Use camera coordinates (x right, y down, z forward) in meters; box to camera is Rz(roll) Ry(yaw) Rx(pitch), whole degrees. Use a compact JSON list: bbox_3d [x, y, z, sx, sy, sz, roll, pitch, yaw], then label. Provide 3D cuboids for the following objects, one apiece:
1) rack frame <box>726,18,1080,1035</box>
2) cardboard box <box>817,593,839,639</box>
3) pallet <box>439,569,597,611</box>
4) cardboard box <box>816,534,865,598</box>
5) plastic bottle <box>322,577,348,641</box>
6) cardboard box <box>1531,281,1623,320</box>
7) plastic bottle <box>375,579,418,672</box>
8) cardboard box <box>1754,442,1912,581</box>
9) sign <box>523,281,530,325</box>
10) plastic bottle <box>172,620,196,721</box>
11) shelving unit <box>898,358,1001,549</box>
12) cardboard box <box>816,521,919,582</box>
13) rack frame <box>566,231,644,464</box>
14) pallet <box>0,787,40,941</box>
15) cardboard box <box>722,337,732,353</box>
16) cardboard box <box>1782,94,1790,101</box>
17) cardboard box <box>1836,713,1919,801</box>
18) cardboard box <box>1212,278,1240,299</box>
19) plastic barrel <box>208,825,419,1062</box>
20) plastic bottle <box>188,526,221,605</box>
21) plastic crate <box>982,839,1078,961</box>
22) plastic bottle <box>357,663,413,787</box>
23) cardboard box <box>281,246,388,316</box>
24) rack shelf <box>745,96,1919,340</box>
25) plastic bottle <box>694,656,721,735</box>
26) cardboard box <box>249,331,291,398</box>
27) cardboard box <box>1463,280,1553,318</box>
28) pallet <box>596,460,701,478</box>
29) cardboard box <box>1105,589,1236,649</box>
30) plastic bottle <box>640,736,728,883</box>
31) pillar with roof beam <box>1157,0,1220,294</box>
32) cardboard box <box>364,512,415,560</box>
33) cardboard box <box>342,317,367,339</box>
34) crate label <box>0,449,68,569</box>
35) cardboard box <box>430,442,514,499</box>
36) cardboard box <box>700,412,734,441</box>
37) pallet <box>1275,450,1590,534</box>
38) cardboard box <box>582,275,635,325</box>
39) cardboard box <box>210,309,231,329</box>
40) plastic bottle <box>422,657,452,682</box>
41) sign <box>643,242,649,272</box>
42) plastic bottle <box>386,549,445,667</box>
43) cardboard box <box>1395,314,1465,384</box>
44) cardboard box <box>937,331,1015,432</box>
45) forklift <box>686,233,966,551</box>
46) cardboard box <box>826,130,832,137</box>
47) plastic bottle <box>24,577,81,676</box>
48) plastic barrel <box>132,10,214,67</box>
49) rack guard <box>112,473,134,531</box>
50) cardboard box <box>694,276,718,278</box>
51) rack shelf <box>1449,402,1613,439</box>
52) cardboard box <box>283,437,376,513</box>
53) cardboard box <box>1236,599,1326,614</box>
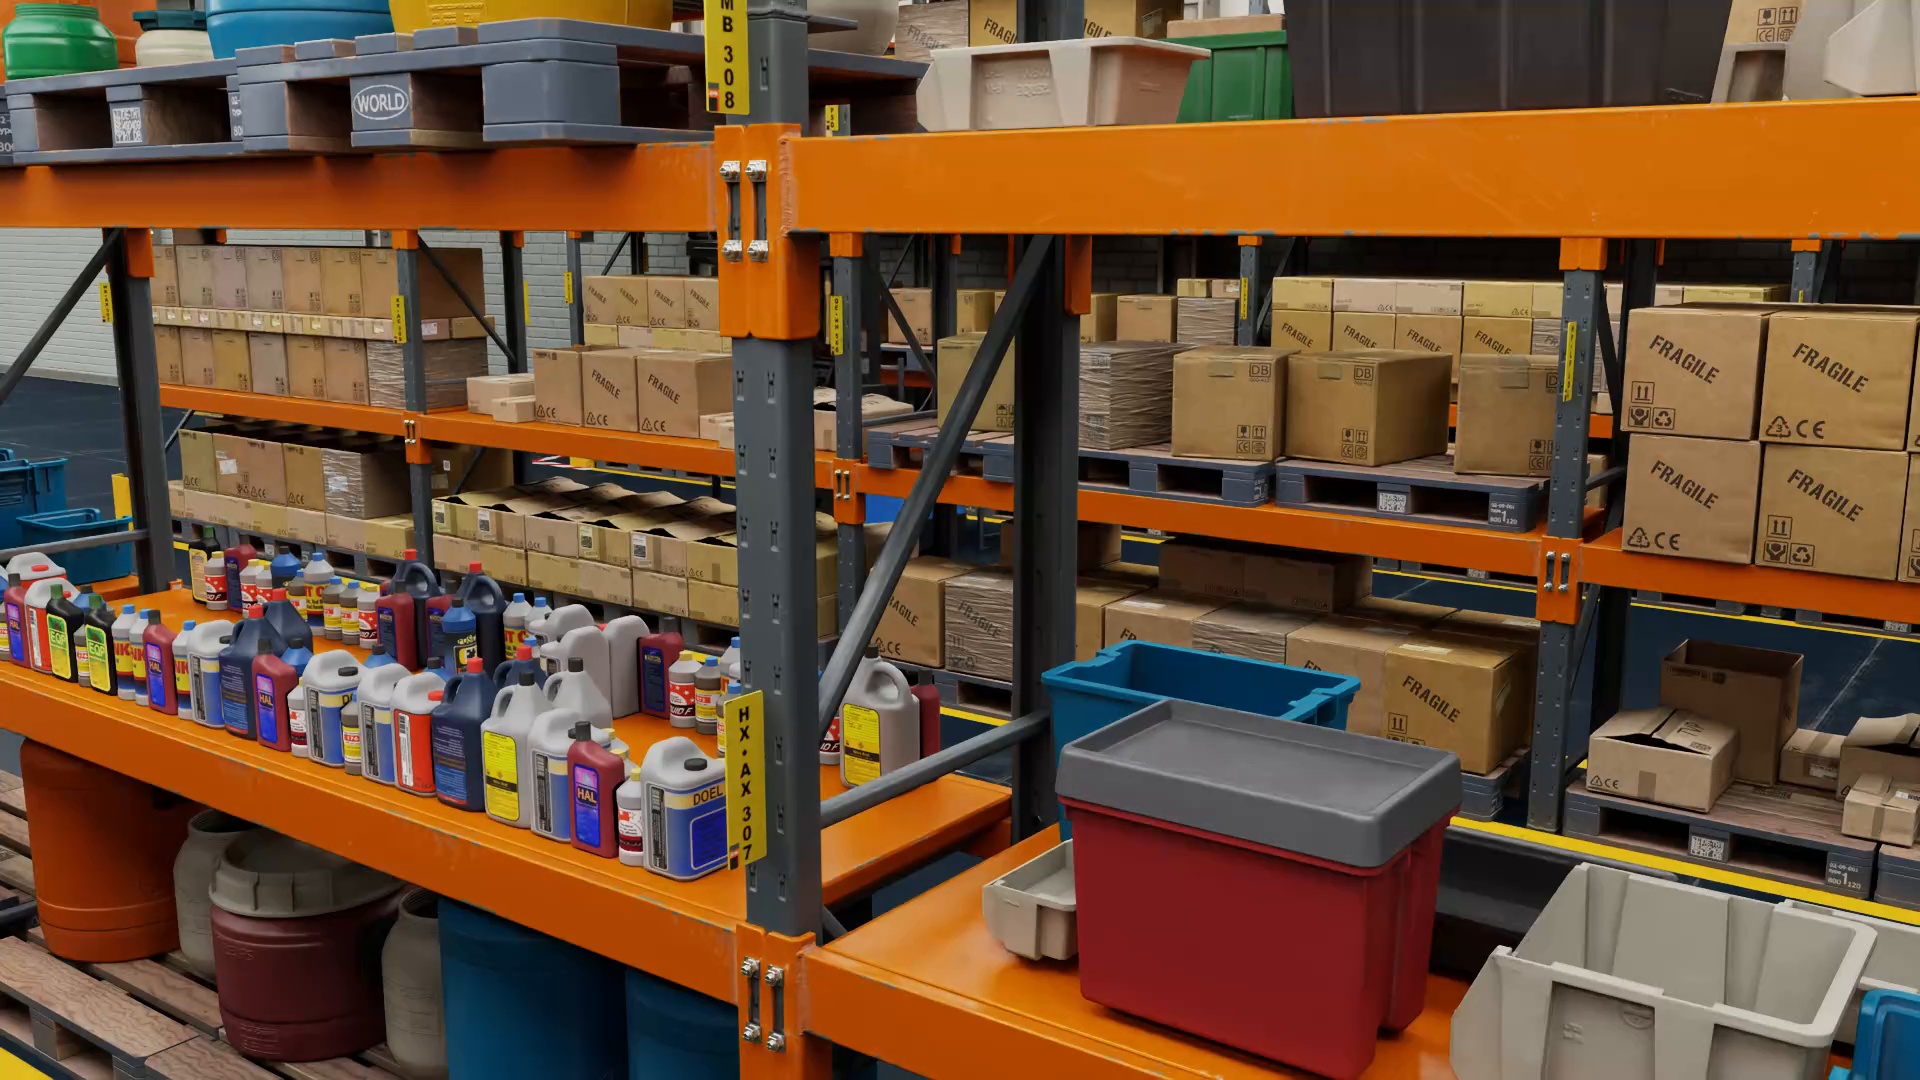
[{"bbox_3d":[-0.071,0.499,3.552,0.127,3.000,1.000,8,13,36],"label":"rack frame"},{"bbox_3d":[-0.929,0.414,10.128,0.500,0.250,0.500,8,14,37],"label":"cardboard box"},{"bbox_3d":[-2.968,0.288,11.986,1.213,0.211,1.003,8,13,36],"label":"pallet"},{"bbox_3d":[-0.928,0.139,10.072,0.500,0.311,0.500,8,14,37],"label":"cardboard box"},{"bbox_3d":[-2.056,0.224,5.500,0.097,0.201,0.097,0,11,0],"label":"plastic bottle"},{"bbox_3d":[4.447,-1.720,11.951,0.500,0.250,0.500,8,14,37],"label":"cardboard box"},{"bbox_3d":[-1.732,0.258,5.105,0.133,0.283,0.061,8,13,36],"label":"plastic bottle"},{"bbox_3d":[3.528,-0.152,6.653,0.500,0.500,0.500,8,14,37],"label":"cardboard box"},{"bbox_3d":[-3.271,-1.772,12.451,0.005,0.325,0.100,8,13,36],"label":"sign"},{"bbox_3d":[-2.130,0.358,4.621,0.097,0.271,0.097,0,11,0],"label":"plastic bottle"},{"bbox_3d":[0.005,-0.766,14.038,0.538,1.500,1.048,-9,14,-40],"label":"shelving unit"},{"bbox_3d":[-0.609,0.056,10.499,0.500,0.311,0.500,9,14,37],"label":"cardboard box"},{"bbox_3d":[-3.879,-2.367,18.366,0.127,3.000,1.000,8,13,36],"label":"rack frame"},{"bbox_3d":[-3.897,1.325,6.622,1.213,0.211,1.003,8,13,36],"label":"pallet"},{"bbox_3d":[-2.028,-1.971,16.665,0.500,0.250,0.500,8,13,35],"label":"cardboard box"},{"bbox_3d":[3.108,-1.811,6.672,0.500,0.250,0.500,8,13,36],"label":"cardboard box"},{"bbox_3d":[4.095,0.950,7.141,0.500,0.311,0.500,8,13,36],"label":"cardboard box"},{"bbox_3d":[2.273,-2.085,13.780,0.250,0.149,0.380,6,12,28],"label":"cardboard box"},{"bbox_3d":[-1.981,1.207,5.139,0.708,0.588,0.600,8,13,36],"label":"plastic barrel"},{"bbox_3d":[-2.717,0.087,5.990,0.133,0.283,0.061,8,13,36],"label":"plastic bottle"},{"bbox_3d":[0.219,0.673,3.188,0.243,0.136,0.396,8,13,36],"label":"plastic crate"},{"bbox_3d":[-1.390,0.452,4.121,0.135,0.276,0.152,8,13,36],"label":"plastic bottle"},{"bbox_3d":[-4.757,-2.006,12.823,0.500,0.500,0.700,8,13,36],"label":"cardboard box"},{"bbox_3d":[1.541,-0.395,2.173,4.000,0.370,1.077,8,13,36],"label":"rack shelf"},{"bbox_3d":[-0.670,0.417,4.500,0.097,0.201,0.097,0,11,0],"label":"plastic bottle"},{"bbox_3d":[-5.190,-1.429,13.255,0.500,0.500,0.700,8,14,37],"label":"cardboard box"},{"bbox_3d":[4.036,-1.777,12.247,0.500,0.250,0.500,8,13,34],"label":"cardboard box"},{"bbox_3d":[-3.184,-0.892,18.086,1.213,0.211,1.003,8,13,36],"label":"pallet"},{"bbox_3d":[1.087,0.571,8.605,0.500,0.500,0.500,7,13,34],"label":"cardboard box"},{"bbox_3d":[-0.580,0.565,3.537,0.135,0.276,0.152,8,13,36],"label":"plastic bottle"},{"bbox_3d":[-0.515,-4.032,11.180,0.400,9.000,9.100,8,13,36],"label":"pillar with roof beam"},{"bbox_3d":[-4.088,-0.033,12.437,0.500,0.250,0.500,8,13,36],"label":"cardboard box"},{"bbox_3d":[-4.341,-1.581,12.332,0.250,0.149,0.380,7,13,34],"label":"cardboard box"},{"bbox_3d":[-3.936,-0.121,6.665,0.616,0.435,0.502,8,13,36],"label":"crate label"},{"bbox_3d":[-3.773,-0.483,12.786,0.500,0.500,0.500,8,13,36],"label":"cardboard box"},{"bbox_3d":[-1.422,-0.720,10.515,0.250,0.149,0.380,9,14,40],"label":"cardboard box"},{"bbox_3d":[2.284,-0.271,8.039,1.213,0.211,1.003,8,13,36],"label":"pallet"},{"bbox_3d":[-3.673,-2.571,17.791,0.500,0.500,0.500,8,14,36],"label":"cardboard box"},{"bbox_3d":[-5.787,-1.782,13.375,0.250,0.149,0.380,7,13,34],"label":"cardboard box"},{"bbox_3d":[-1.331,0.433,4.231,0.097,0.271,0.097,0,11,0],"label":"plastic bottle"},{"bbox_3d":[-3.535,-3.173,18.653,0.005,0.325,0.100,8,13,36],"label":"sign"},{"bbox_3d":[-1.692,0.207,5.194,0.185,0.351,0.144,8,13,36],"label":"plastic bottle"},{"bbox_3d":[3.625,-1.462,12.591,0.500,0.500,0.500,8,13,35],"label":"cardboard box"},{"bbox_3d":[0.214,-0.910,9.468,0.500,0.500,0.700,3,11,17],"label":"cardboard box"},{"bbox_3d":[-1.420,-1.253,12.791,3.031,2.935,1.130,-8,14,-37],"label":"forklift"},{"bbox_3d":[-0.760,-2.356,9.703,0.500,0.250,0.500,7,13,31],"label":"cardboard box"},{"bbox_3d":[-2.765,0.261,5.112,0.135,0.276,0.152,8,13,36],"label":"plastic bottle"},{"bbox_3d":[-2.345,-1.463,5.058,0.301,0.262,0.301,0,11,0],"label":"plastic barrel"},{"bbox_3d":[-6.828,-0.383,14.695,0.348,0.500,1.175,8,13,36],"label":"rack guard"},{"bbox_3d":[-2.555,-2.535,17.604,0.500,0.500,0.500,7,13,34],"label":"cardboard box"},{"bbox_3d":[4.181,-0.889,12.622,4.000,0.370,1.077,8,13,36],"label":"rack shelf"},{"bbox_3d":[-4.889,-0.515,12.953,0.500,0.500,0.500,8,13,36],"label":"cardboard box"},{"bbox_3d":[1.783,0.545,8.737,0.500,0.500,0.500,8,14,36],"label":"cardboard box"}]
